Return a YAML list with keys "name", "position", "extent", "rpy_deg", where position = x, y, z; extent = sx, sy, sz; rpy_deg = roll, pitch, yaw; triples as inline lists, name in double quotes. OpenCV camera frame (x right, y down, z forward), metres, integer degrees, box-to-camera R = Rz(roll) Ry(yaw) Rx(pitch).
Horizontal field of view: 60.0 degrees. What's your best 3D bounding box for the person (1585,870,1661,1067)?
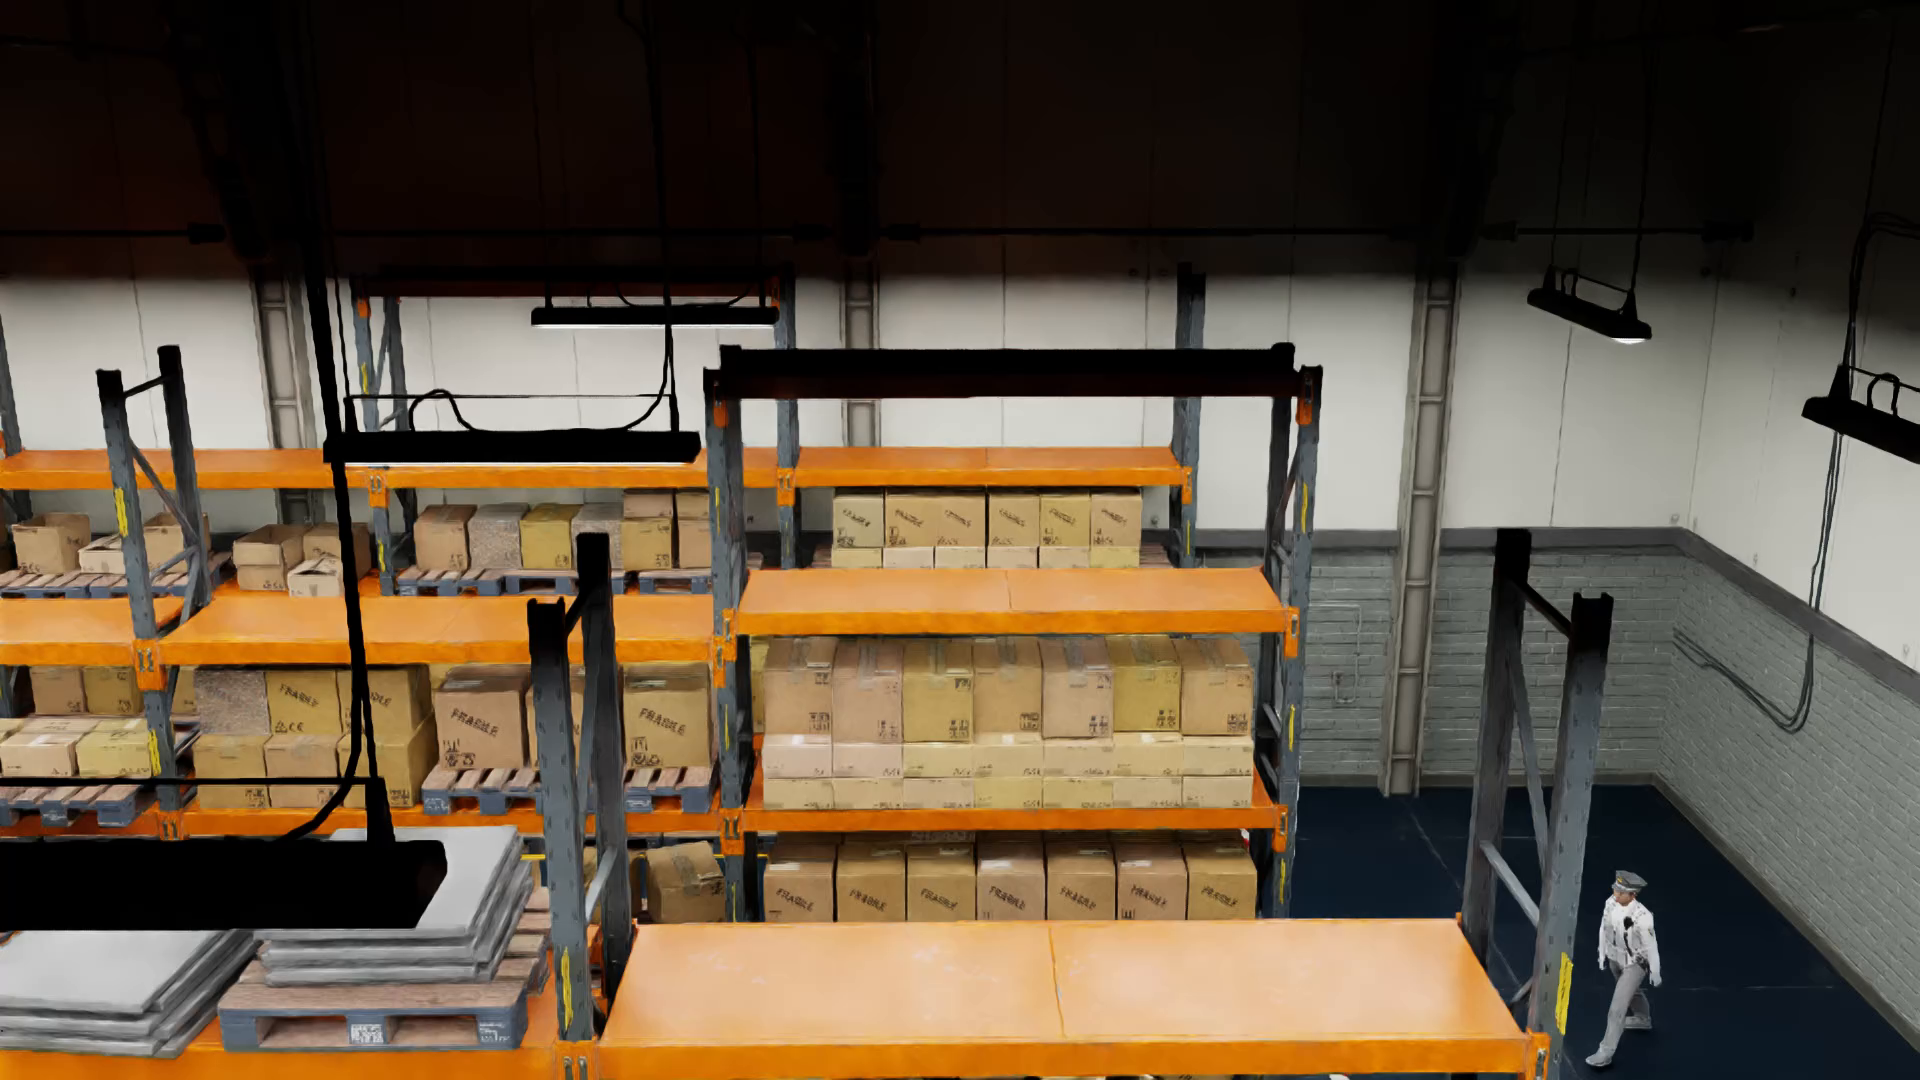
- name: "person"
  position: [5.492, 3.472, 13.743]
  extent: [0.934, 1.622, 0.530]
  rpy_deg: [-7, 18, -22]
